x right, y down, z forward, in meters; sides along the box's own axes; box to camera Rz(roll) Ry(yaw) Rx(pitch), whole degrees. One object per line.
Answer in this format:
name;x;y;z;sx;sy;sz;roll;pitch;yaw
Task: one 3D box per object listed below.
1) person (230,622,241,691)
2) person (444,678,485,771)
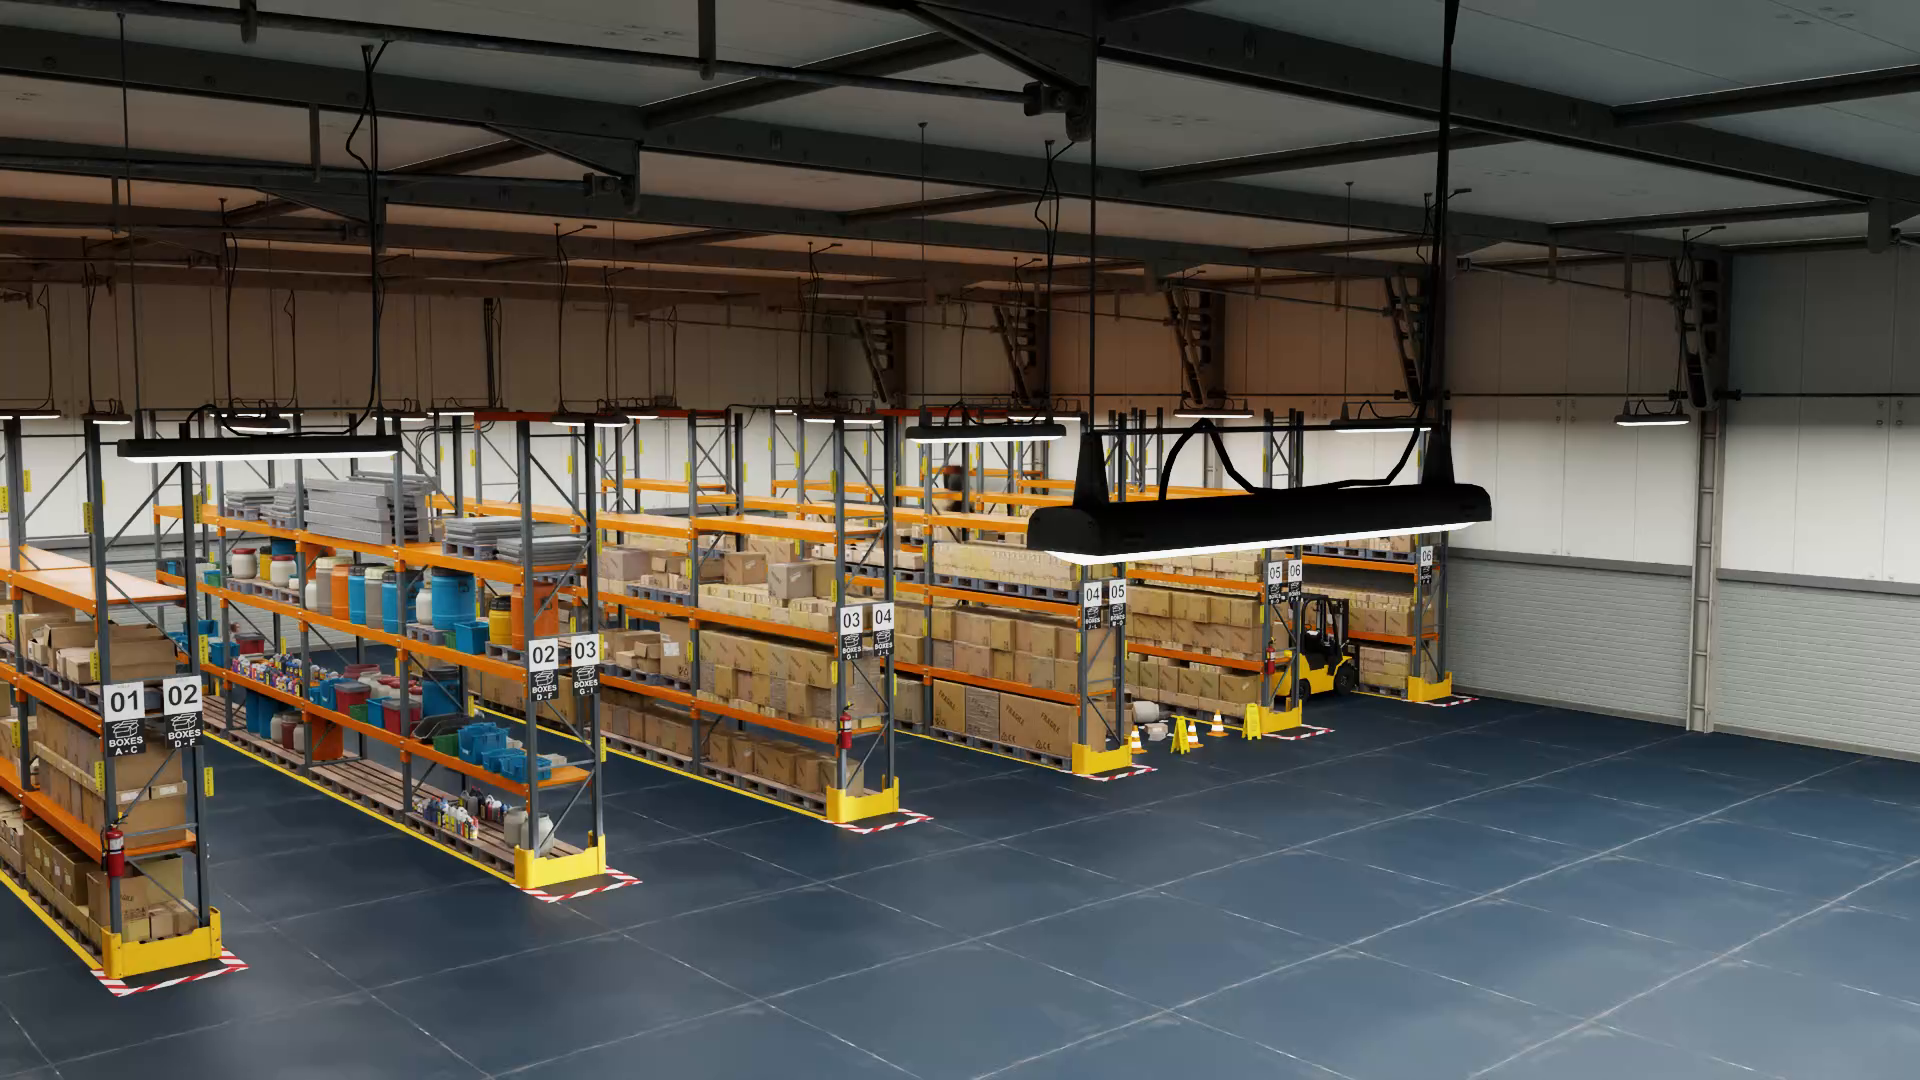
person;-15.092;2.498;34.830;0.744;1.586;0.575;0;5;5
person;-8.379;3.098;27.951;0.764;1.619;0.635;0;5;0
